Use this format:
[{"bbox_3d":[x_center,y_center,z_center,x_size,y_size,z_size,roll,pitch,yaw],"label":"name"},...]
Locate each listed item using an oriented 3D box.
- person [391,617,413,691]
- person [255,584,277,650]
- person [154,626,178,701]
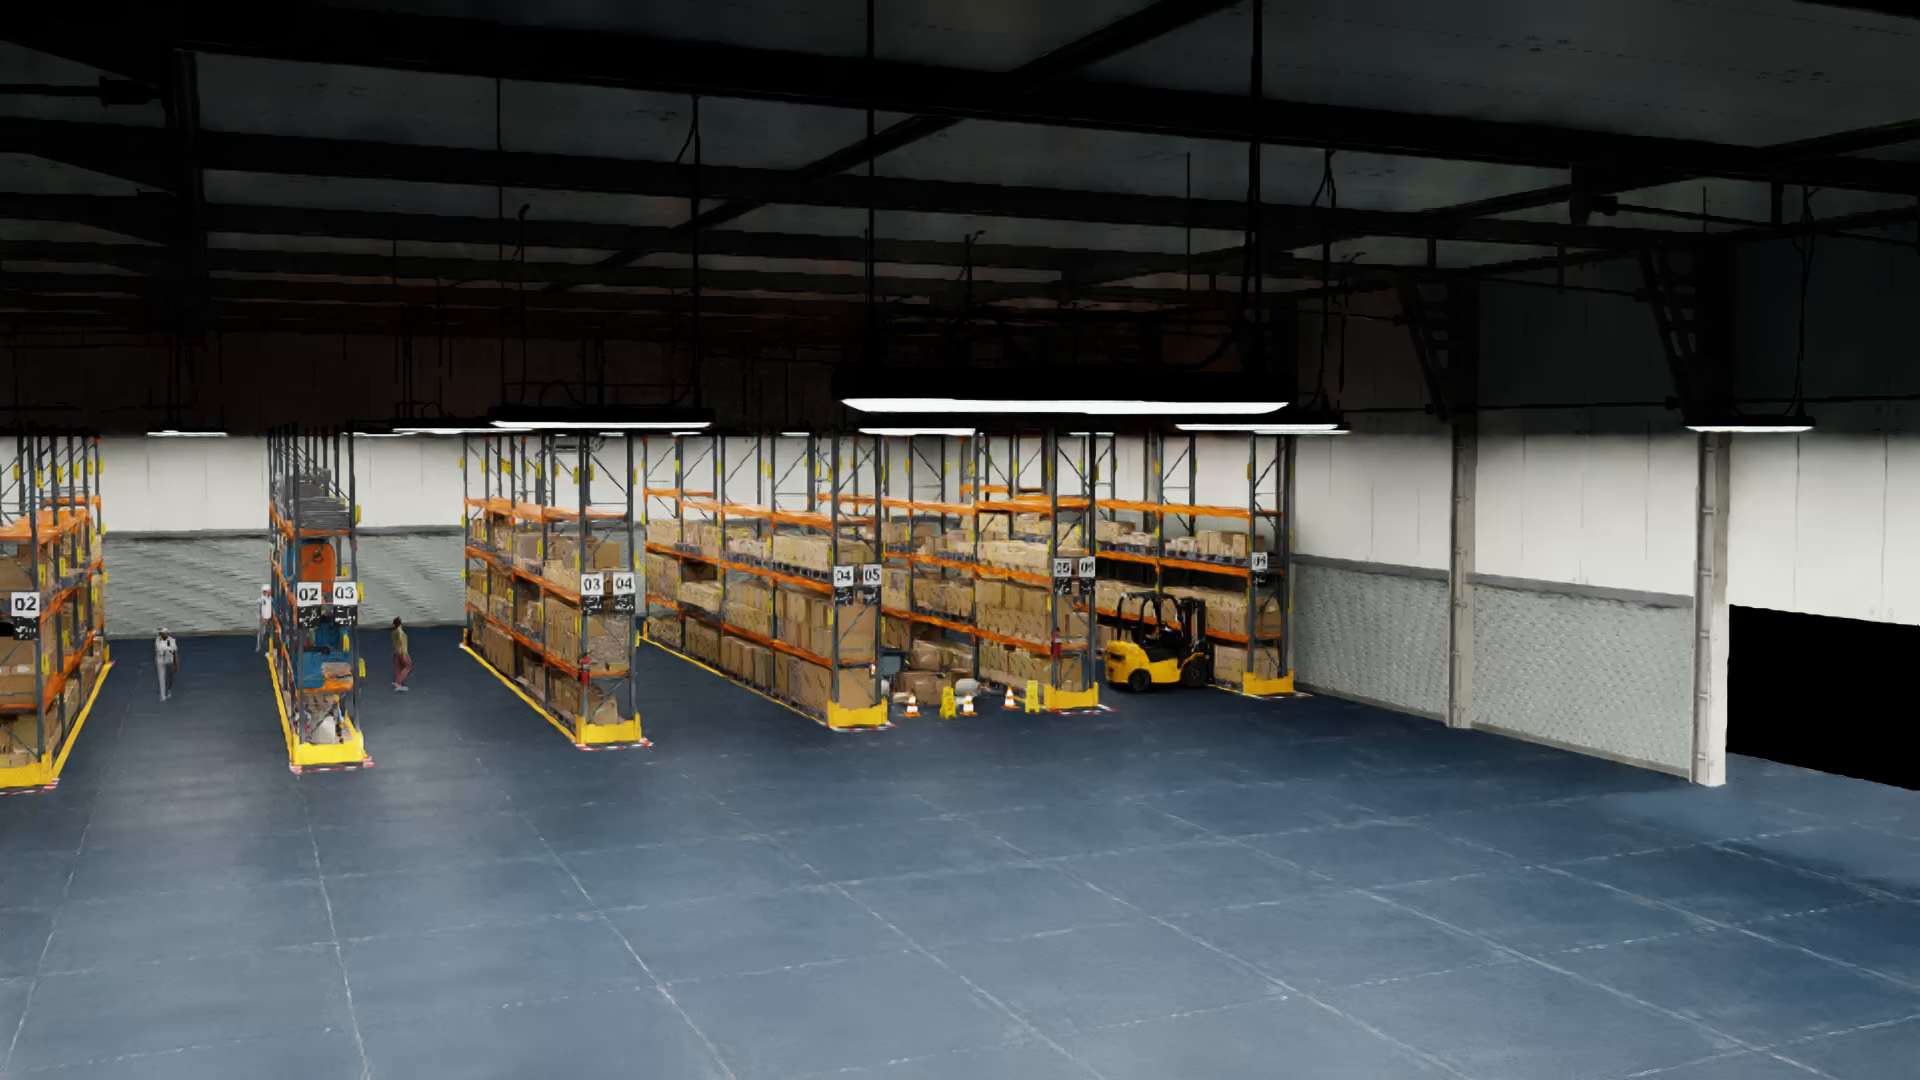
[{"bbox_3d":[-12.704,2.585,37.693,0.492,1.671,0.435,3,5,41],"label":"person"},{"bbox_3d":[-18.748,2.075,45.072,0.562,1.765,0.737,1,4,13],"label":"person"},{"bbox_3d":[-17.409,2.674,36.470,0.461,1.626,0.999,-2,4,-25],"label":"person"}]
